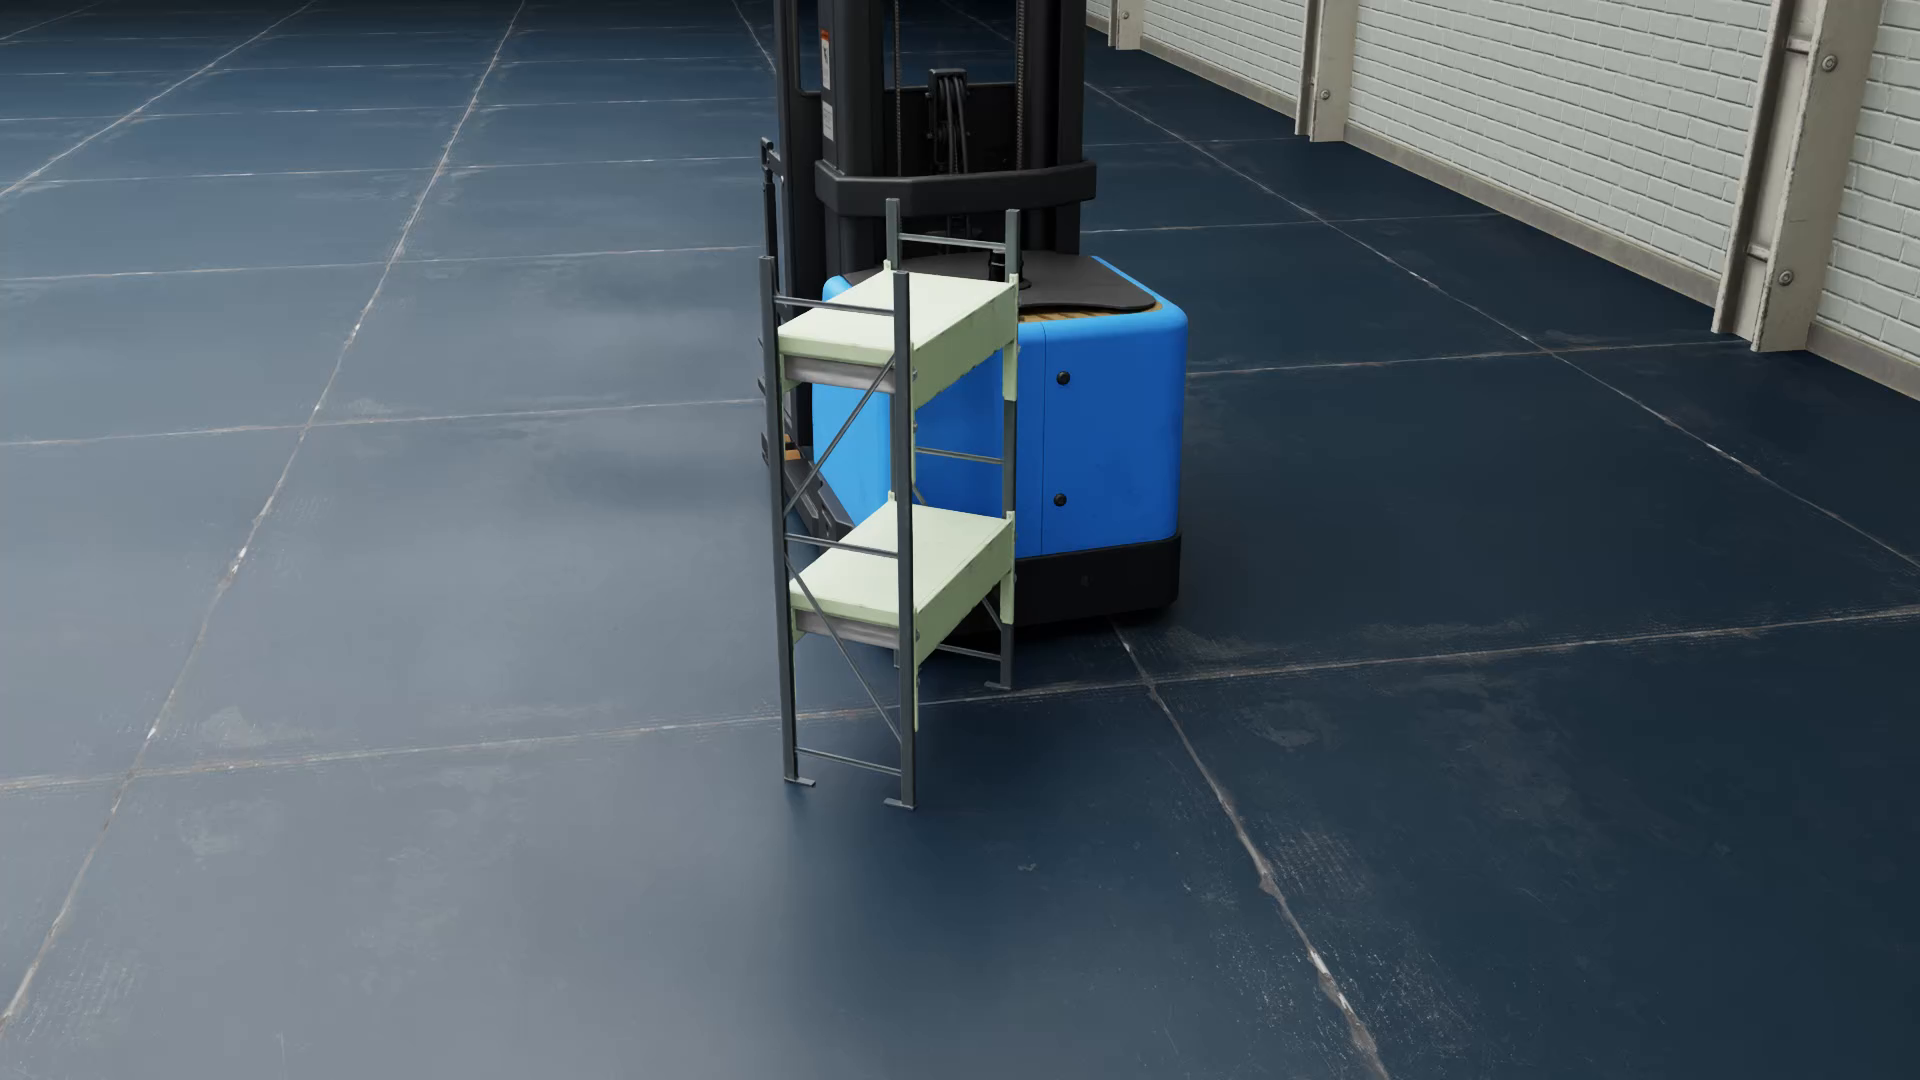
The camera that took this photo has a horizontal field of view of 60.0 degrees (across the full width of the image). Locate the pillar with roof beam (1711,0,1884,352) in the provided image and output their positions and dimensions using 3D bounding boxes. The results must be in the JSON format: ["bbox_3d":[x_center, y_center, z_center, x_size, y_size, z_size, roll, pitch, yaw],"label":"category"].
[{"bbox_3d":[-0.079,-4.846,6.102,9.100,9.000,0.400,-4,24,-10],"label":"pillar with roof beam"}]

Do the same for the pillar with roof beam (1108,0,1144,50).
[{"bbox_3d":[-2.298,-9.566,16.910,9.100,9.000,0.400,-4,24,-10],"label":"pillar with roof beam"}]

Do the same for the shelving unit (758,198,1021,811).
[{"bbox_3d":[-0.165,-0.116,4.641,0.431,1.500,0.755,10,25,21],"label":"shelving unit"}]

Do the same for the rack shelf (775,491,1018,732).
[{"bbox_3d":[-0.165,0.183,4.771,0.431,0.370,0.720,10,25,21],"label":"rack shelf"}]

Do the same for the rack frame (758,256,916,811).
[{"bbox_3d":[-0.308,0.019,4.332,0.400,1.500,0.023,10,25,21],"label":"rack frame"}]

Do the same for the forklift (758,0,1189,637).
[{"bbox_3d":[-0.185,-1.581,6.208,1.130,2.935,3.031,-7,25,-16],"label":"forklift"}]

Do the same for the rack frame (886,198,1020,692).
[{"bbox_3d":[-0.022,-0.251,4.950,0.400,1.500,0.023,10,25,21],"label":"rack frame"}]

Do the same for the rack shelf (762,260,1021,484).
[{"bbox_3d":[-0.165,-0.473,4.485,0.431,0.370,0.720,10,25,21],"label":"rack shelf"}]

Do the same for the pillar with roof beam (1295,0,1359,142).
[{"bbox_3d":[-1.188,-7.206,11.506,9.100,9.000,0.400,-4,24,-10],"label":"pillar with roof beam"}]
